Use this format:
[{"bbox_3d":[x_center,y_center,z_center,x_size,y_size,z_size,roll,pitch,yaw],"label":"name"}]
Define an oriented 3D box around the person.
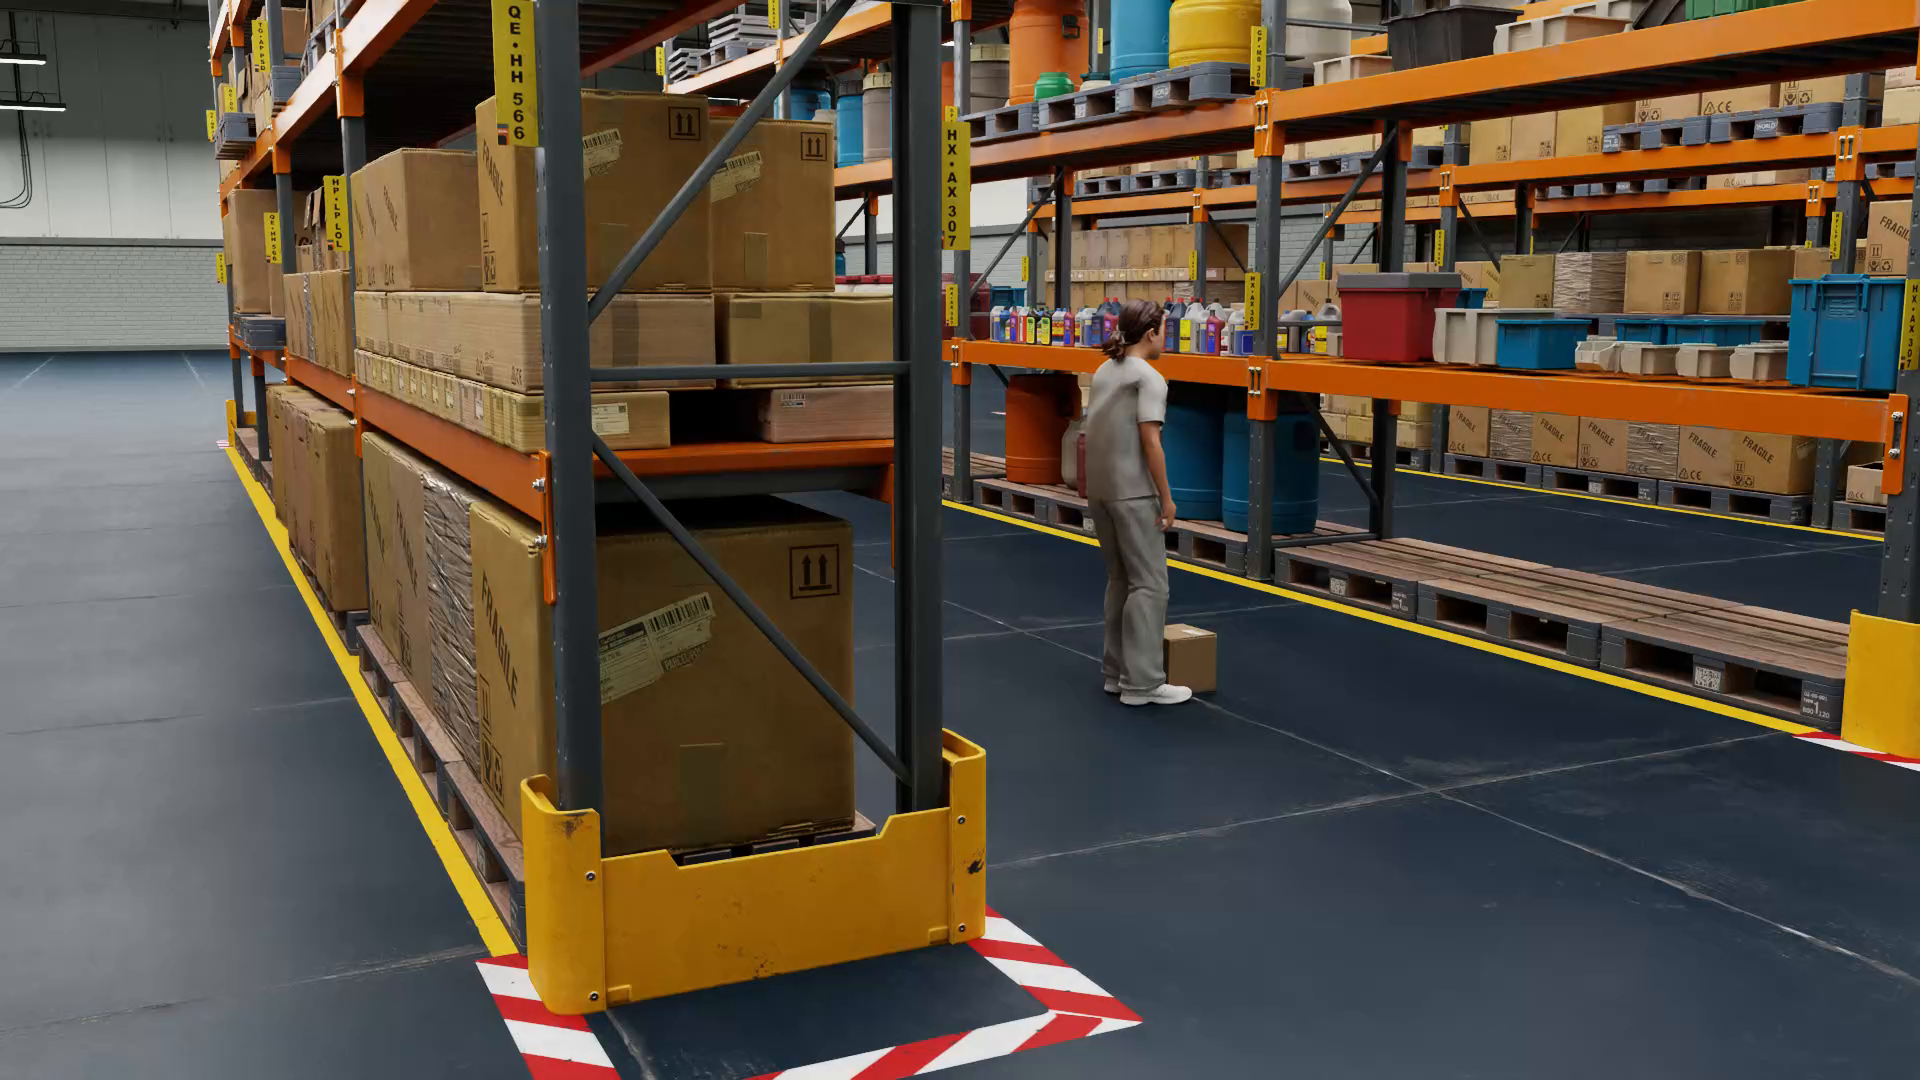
[{"bbox_3d":[0.740,-0.170,6.971,0.405,1.673,0.486,-4,10,-25],"label":"person"}]
